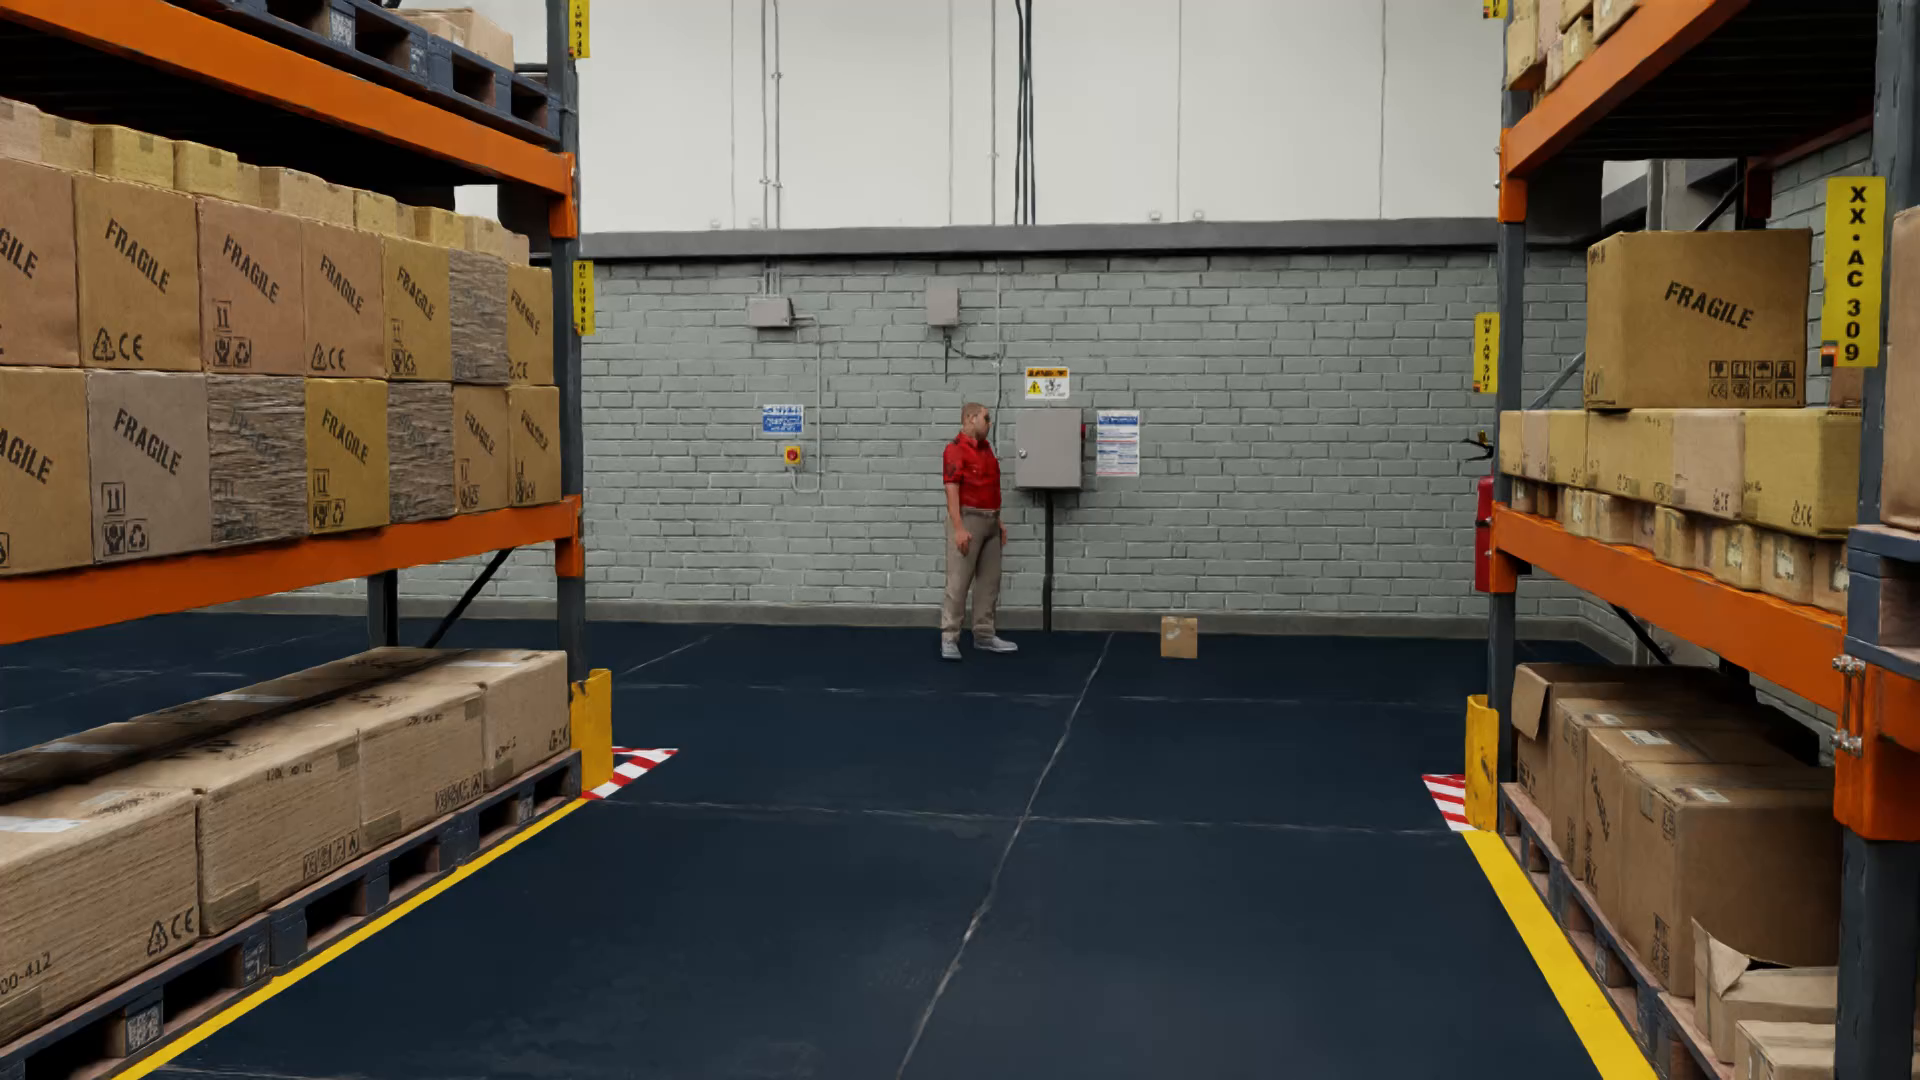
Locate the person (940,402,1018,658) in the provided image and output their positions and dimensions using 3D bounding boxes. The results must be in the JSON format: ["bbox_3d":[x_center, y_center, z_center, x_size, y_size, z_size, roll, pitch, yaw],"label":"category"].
[{"bbox_3d":[0.104,-0.079,11.443,0.396,1.733,0.656,3,5,35],"label":"person"}]
